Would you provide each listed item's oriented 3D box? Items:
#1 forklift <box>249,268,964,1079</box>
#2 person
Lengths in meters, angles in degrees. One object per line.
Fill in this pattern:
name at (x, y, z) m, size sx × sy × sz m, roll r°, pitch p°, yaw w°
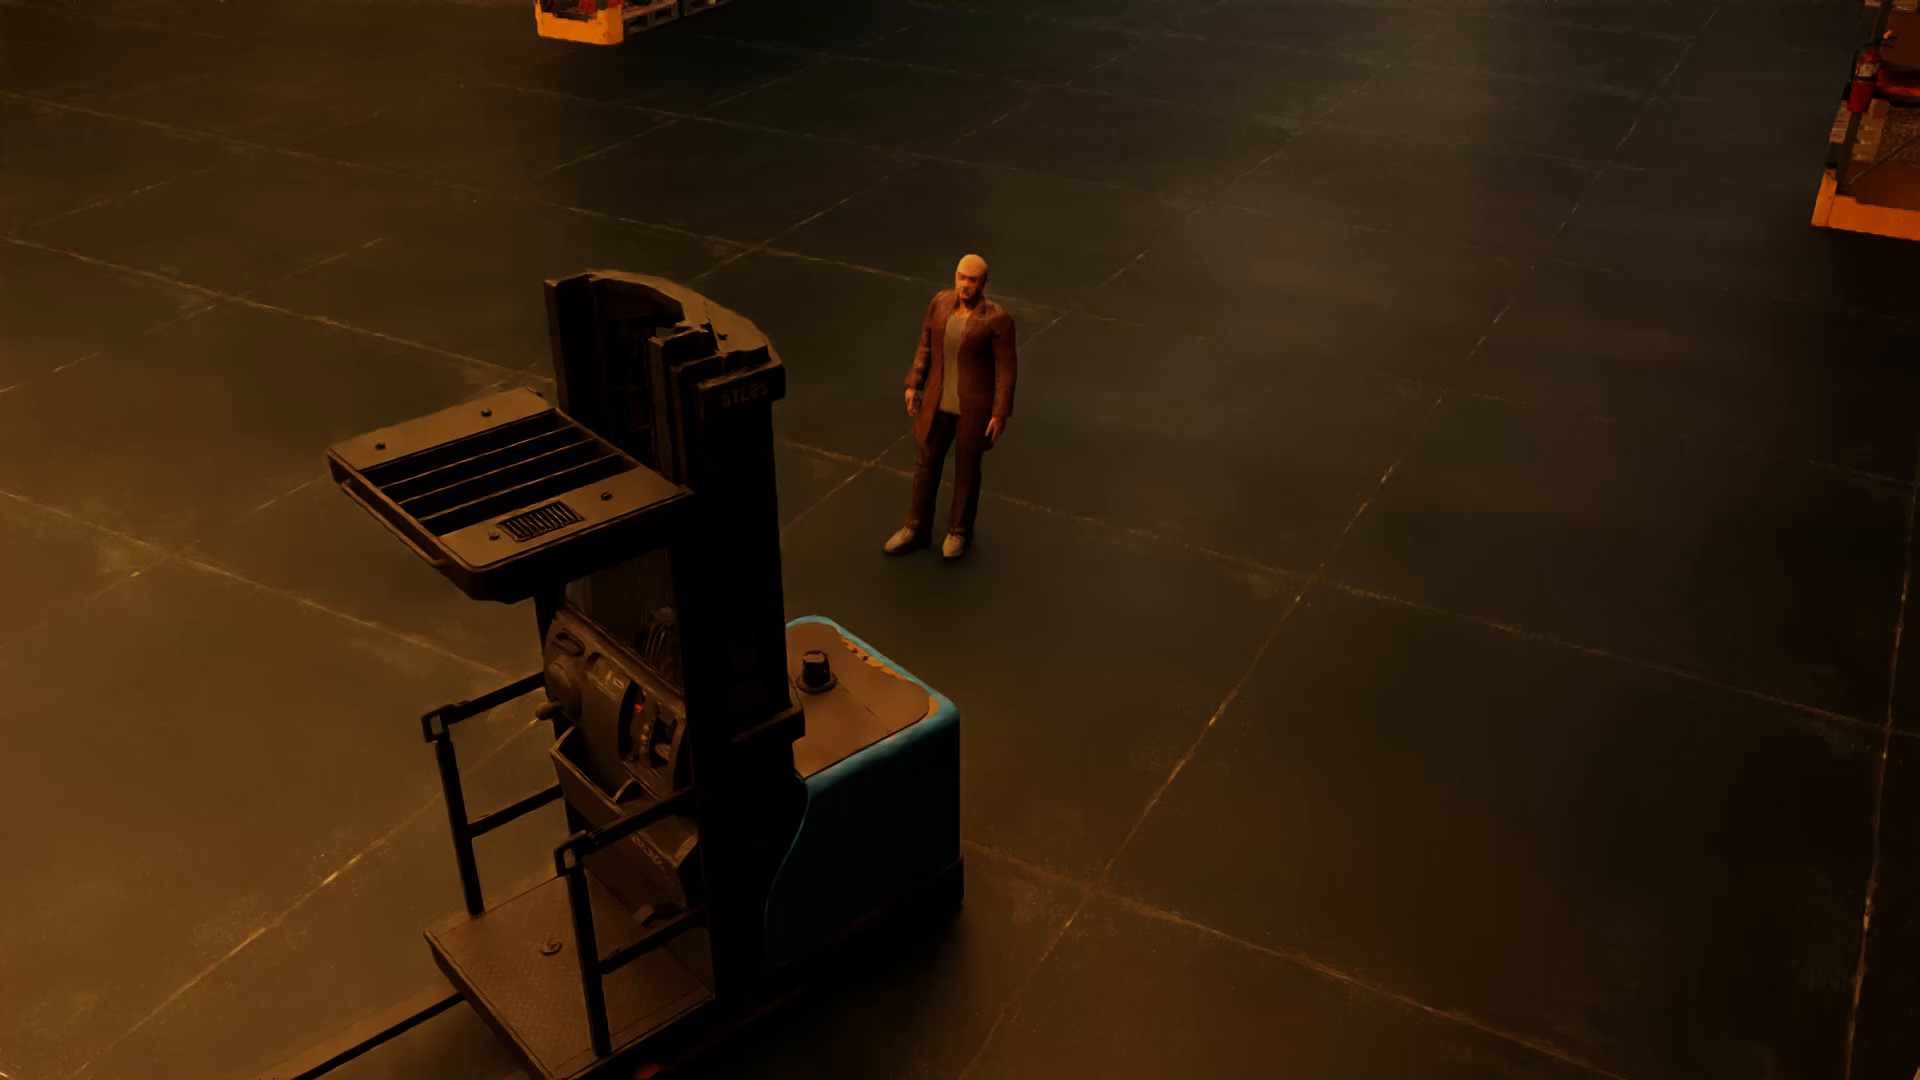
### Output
forklift at (-1.427, 0.633, 5.974) m, size 3.031 × 2.935 × 1.130 m, roll -24°, pitch 37°, yaw -35°
person at (-0.048, -0.737, 9.488) m, size 0.694 × 1.776 × 0.580 m, roll 15°, pitch 33°, yaw 25°
